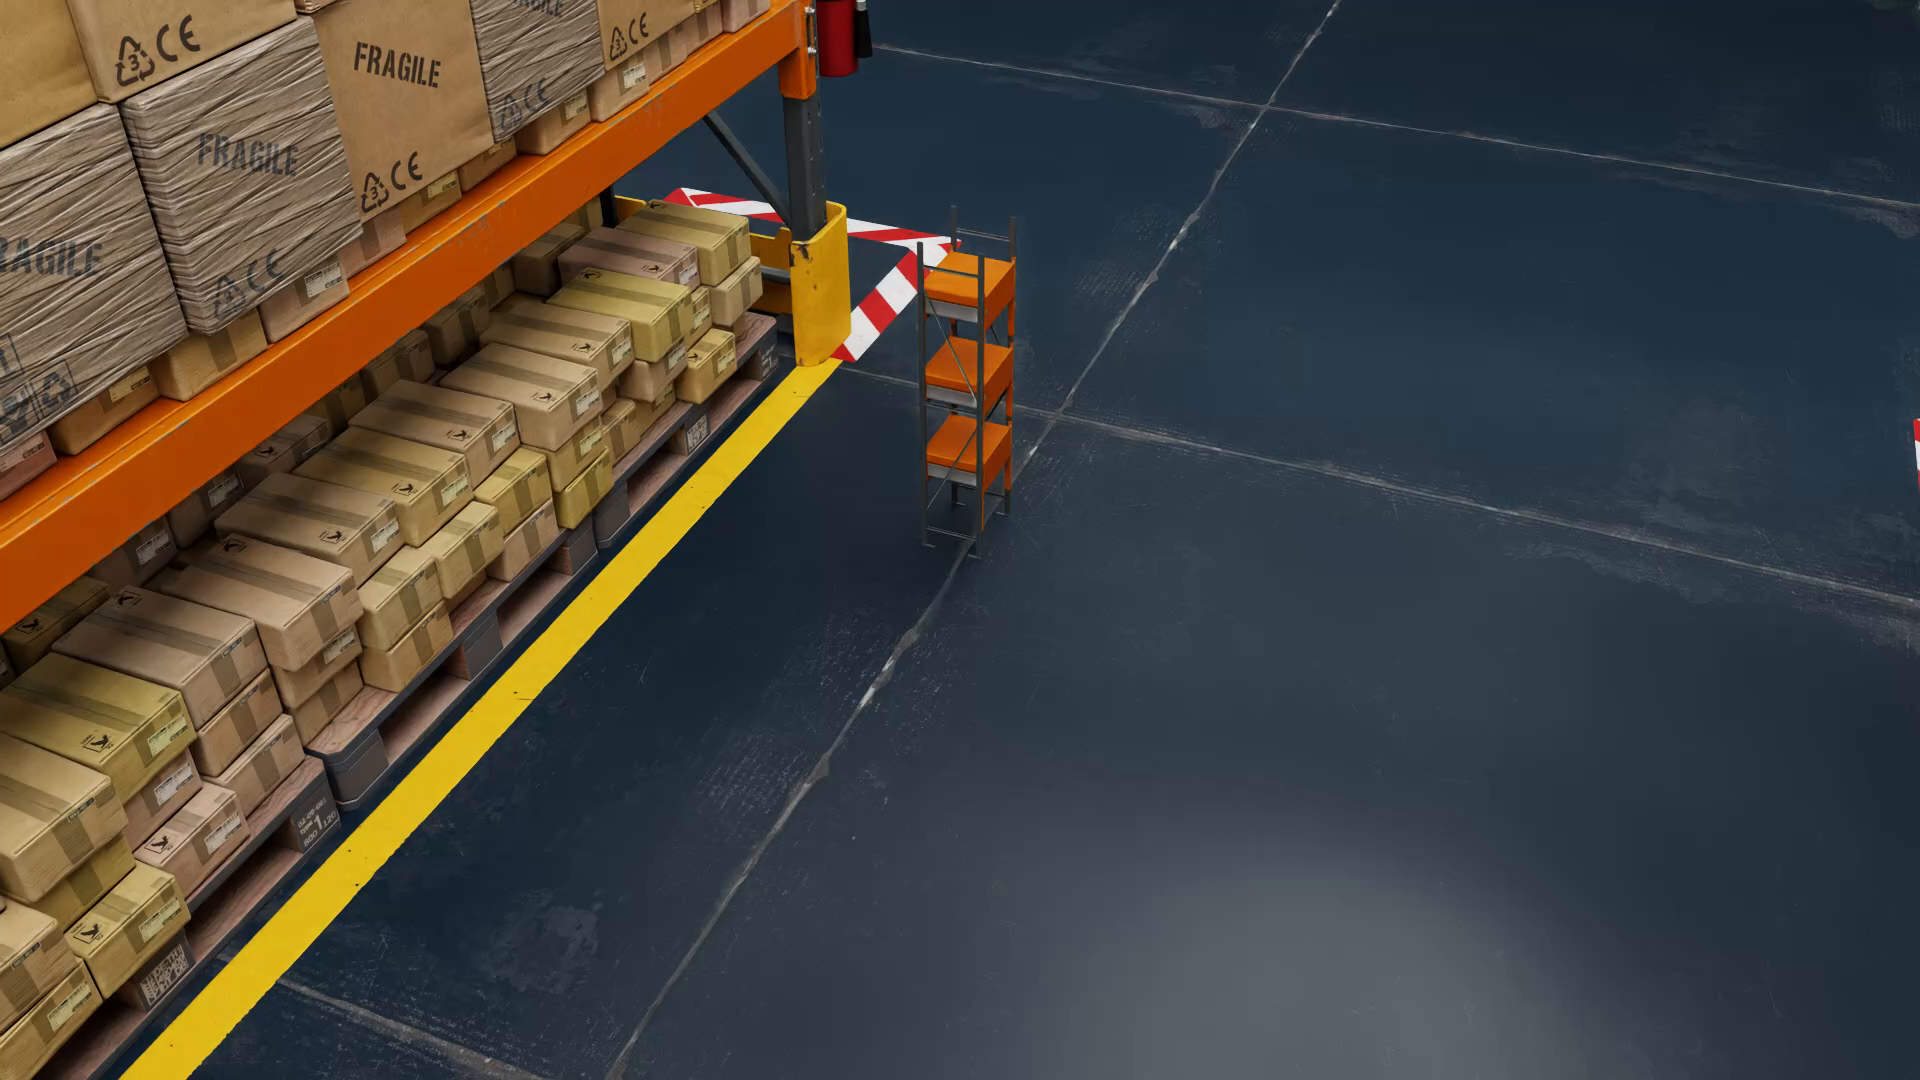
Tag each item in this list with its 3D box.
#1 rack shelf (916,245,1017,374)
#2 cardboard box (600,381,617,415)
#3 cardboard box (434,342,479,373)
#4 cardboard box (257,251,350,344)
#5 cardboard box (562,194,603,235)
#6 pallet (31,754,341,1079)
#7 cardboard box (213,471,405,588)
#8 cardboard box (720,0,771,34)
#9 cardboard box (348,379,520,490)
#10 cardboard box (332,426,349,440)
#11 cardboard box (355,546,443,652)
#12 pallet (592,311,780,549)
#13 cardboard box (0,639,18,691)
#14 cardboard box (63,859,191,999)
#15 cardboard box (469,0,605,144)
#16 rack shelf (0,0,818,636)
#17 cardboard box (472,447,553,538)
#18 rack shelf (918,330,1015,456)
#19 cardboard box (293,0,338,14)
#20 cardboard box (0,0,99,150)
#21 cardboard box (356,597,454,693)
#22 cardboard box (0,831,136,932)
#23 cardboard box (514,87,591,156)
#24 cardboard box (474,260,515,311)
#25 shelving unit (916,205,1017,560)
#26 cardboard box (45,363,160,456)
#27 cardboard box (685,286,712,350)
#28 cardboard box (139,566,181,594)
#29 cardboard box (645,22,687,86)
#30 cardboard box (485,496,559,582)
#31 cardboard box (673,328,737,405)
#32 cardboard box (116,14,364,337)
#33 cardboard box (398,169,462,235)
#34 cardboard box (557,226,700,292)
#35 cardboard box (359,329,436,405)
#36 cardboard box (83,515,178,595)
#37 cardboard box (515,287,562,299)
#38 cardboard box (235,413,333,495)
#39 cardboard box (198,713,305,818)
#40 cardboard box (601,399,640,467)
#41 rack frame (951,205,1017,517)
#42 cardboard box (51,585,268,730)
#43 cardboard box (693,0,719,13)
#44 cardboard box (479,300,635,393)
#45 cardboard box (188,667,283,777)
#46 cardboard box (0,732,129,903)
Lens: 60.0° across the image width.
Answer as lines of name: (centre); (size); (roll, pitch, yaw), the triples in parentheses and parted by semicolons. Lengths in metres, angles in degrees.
rack shelf: (0.020, -0.669, 4.812); (0.215, 0.259, 0.240); (14, 39, 18)
cardboard box: (-1.299, -0.469, 5.155); (0.380, 0.149, 0.250); (13, 39, 17)
cardboard box: (-1.771, -0.597, 5.325); (0.380, 0.149, 0.250); (15, 39, 19)
cardboard box: (-1.624, -0.602, 3.760); (0.380, 0.149, 0.250); (16, 39, 20)
cardboard box: (-1.482, -1.147, 5.812); (0.380, 0.149, 0.250); (12, 38, 16)
pallet: (-2.268, 0.857, 3.927); (1.003, 0.211, 1.213); (14, 39, 18)
cardboard box: (-1.680, -0.020, 4.305); (0.380, 0.149, 0.250); (12, 38, 16)
cardboard box: (-0.831, -1.749, 5.294); (0.380, 0.149, 0.250); (14, 39, 18)
cardboard box: (-1.476, -0.299, 4.678); (0.380, 0.149, 0.250); (13, 39, 16)
cardboard box: (-1.849, -0.269, 4.886); (0.380, 0.149, 0.250); (16, 40, 20)
cardboard box: (-1.597, 0.122, 4.363); (0.380, 0.149, 0.250); (14, 39, 17)
pallet: (-1.339, -0.494, 5.734); (1.003, 0.211, 1.213); (14, 39, 18)
cardboard box: (-2.447, 0.309, 3.864); (0.380, 0.149, 0.250); (13, 39, 17)
cardboard box: (-1.953, 0.818, 3.681); (0.380, 0.149, 0.250); (15, 39, 19)
cardboard box: (-1.286, -1.380, 4.258); (0.500, 0.500, 0.500); (14, 39, 18)
rack shelf: (-1.729, -0.699, 4.281); (1.077, 0.370, 4.000); (14, 39, 18)
cardboard box: (-1.401, -0.167, 4.750); (0.380, 0.149, 0.250); (16, 40, 20)
rack shelf: (0.020, -0.442, 4.982); (0.215, 0.259, 0.240); (14, 39, 18)
cardboard box: (-1.493, -1.480, 3.558); (0.500, 0.500, 0.500); (13, 39, 16)
cardboard box: (-1.910, -0.924, 2.814); (0.500, 0.500, 0.500); (13, 39, 16)
cardboard box: (-1.599, 0.238, 4.457); (0.380, 0.149, 0.250); (13, 39, 17)
cardboard box: (-2.043, 0.686, 3.608); (0.380, 0.149, 0.250); (14, 39, 18)
cardboard box: (-1.245, -1.192, 4.549); (0.380, 0.149, 0.250); (12, 38, 16)
cardboard box: (-1.690, -0.856, 5.424); (0.380, 0.149, 0.250); (14, 39, 18)
shelving unit: (0.020, -0.450, 4.975); (0.215, 1.050, 0.252); (14, 39, 18)
cardboard box: (-1.889, -0.330, 3.396); (0.380, 0.149, 0.250); (12, 38, 16)
cardboard box: (-1.055, -0.750, 5.530); (0.380, 0.149, 0.250); (13, 39, 17)
cardboard box: (-2.222, 0.161, 4.312); (0.380, 0.149, 0.250); (15, 39, 19)
cardboard box: (-1.042, -1.478, 4.931); (0.380, 0.149, 0.250); (13, 39, 17)
cardboard box: (-1.404, -0.048, 4.839); (0.380, 0.149, 0.250); (15, 39, 19)
cardboard box: (-0.980, -0.617, 5.600); (0.380, 0.149, 0.250); (15, 39, 19)
cardboard box: (-1.662, -0.802, 3.486); (0.500, 0.500, 0.500); (13, 39, 17)
cardboard box: (-1.488, -0.905, 4.166); (0.380, 0.149, 0.250); (15, 39, 19)
cardboard box: (-1.084, -0.882, 5.459); (0.380, 0.149, 0.250); (15, 39, 19)
cardboard box: (-1.822, -0.549, 5.012); (0.380, 0.149, 0.250); (15, 39, 20)
cardboard box: (-2.259, 0.012, 4.262); (0.380, 0.149, 0.250); (12, 38, 16)
cardboard box: (-1.562, -0.870, 5.690); (0.380, 0.149, 0.250); (14, 39, 18)
cardboard box: (-1.972, -0.252, 4.616); (0.380, 0.149, 0.250); (14, 39, 18)
cardboard box: (-1.857, 0.517, 4.084); (0.380, 0.149, 0.250); (13, 39, 17)
cardboard box: (-1.242, -0.350, 5.244); (0.380, 0.149, 0.250); (14, 39, 18)
rack frame: (0.067, -0.518, 5.066); (0.200, 1.050, 0.008); (14, 39, 18)
cardboard box: (-1.879, 0.272, 3.914); (0.380, 0.149, 0.250); (13, 39, 17)
cardboard box: (-0.901, -1.946, 5.017); (0.500, 0.500, 0.500); (15, 39, 19)
cardboard box: (-1.222, -0.581, 5.056); (0.380, 0.149, 0.250); (12, 39, 16)
cardboard box: (-1.878, 0.394, 3.999); (0.380, 0.149, 0.250); (12, 38, 15)
cardboard box: (-2.008, 0.573, 3.512); (0.380, 0.149, 0.250); (16, 40, 20)
